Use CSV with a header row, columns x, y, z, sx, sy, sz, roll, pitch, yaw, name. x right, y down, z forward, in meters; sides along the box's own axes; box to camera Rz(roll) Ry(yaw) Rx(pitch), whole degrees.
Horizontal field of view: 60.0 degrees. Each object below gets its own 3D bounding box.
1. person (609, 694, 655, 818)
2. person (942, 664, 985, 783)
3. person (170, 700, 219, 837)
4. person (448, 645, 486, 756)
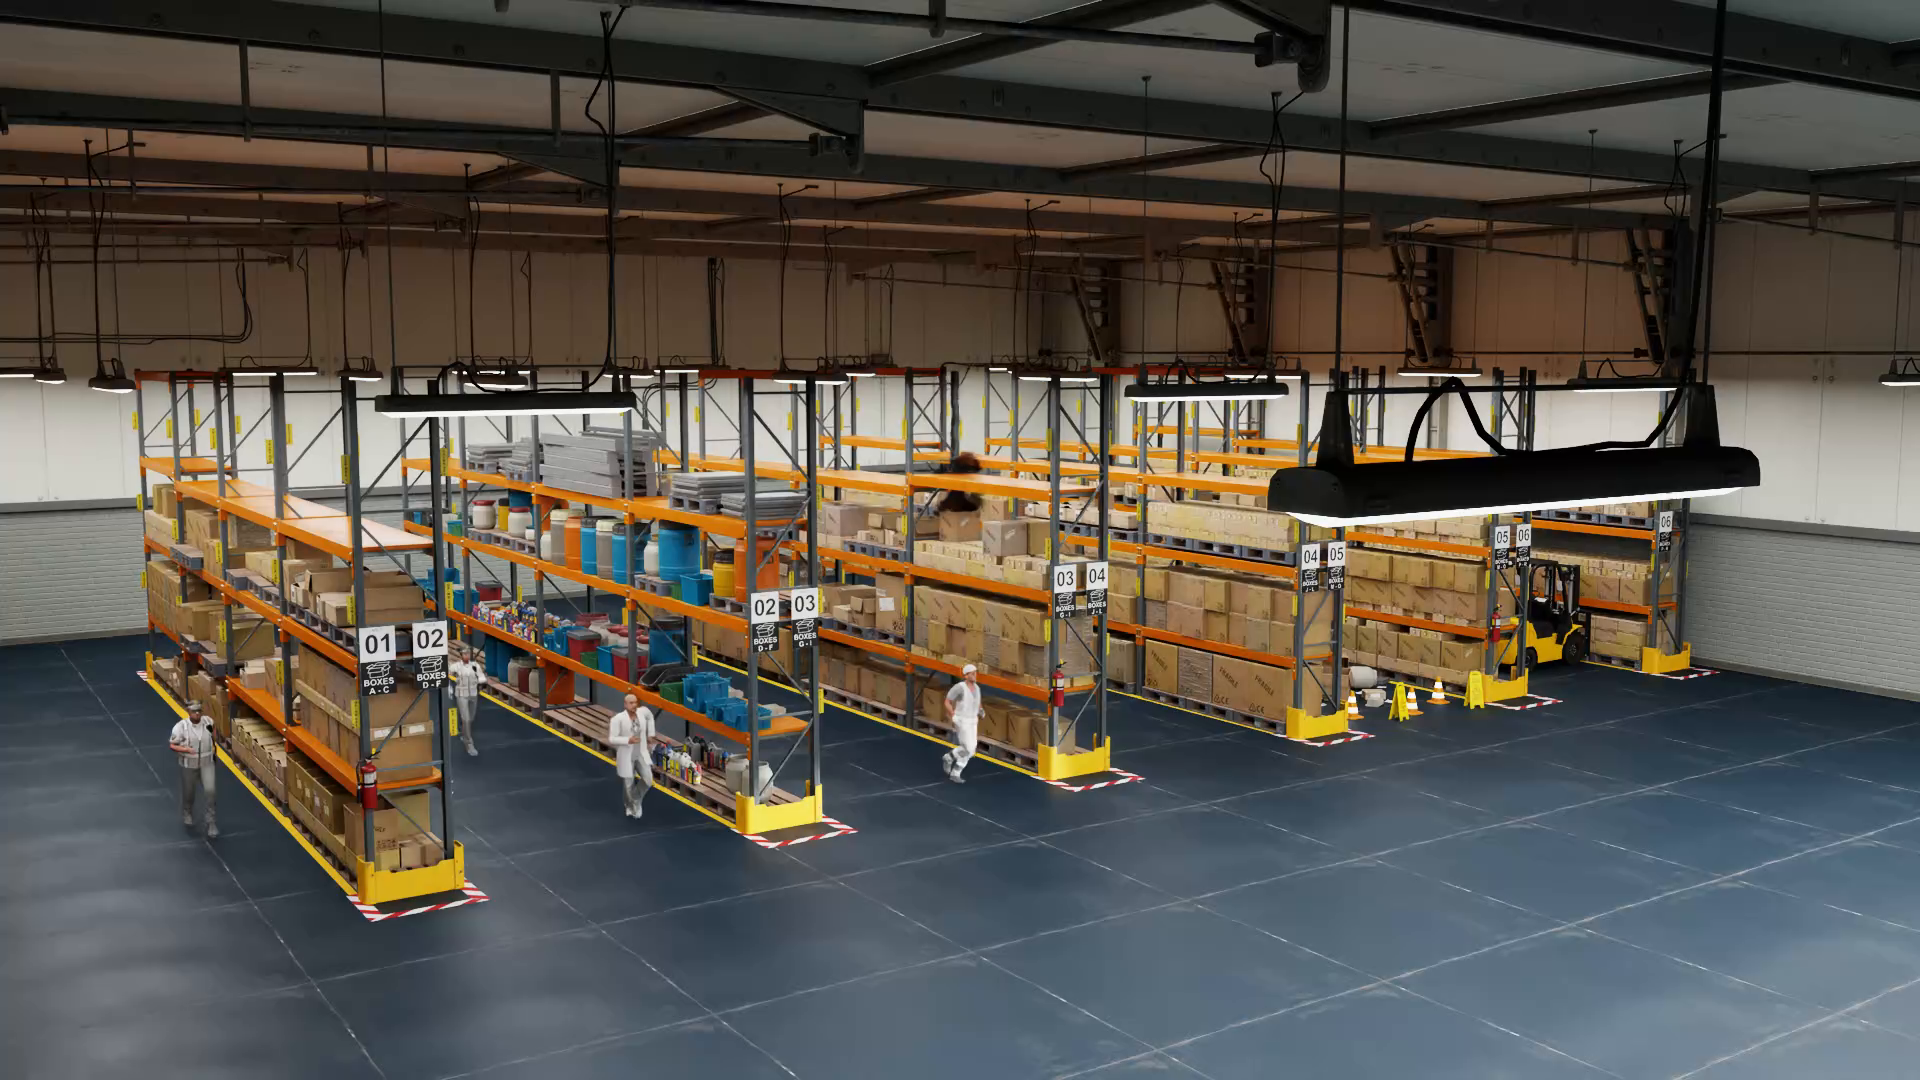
x,y,z,sx,sy,sz,roll,pitch,yaw,name
-4.394,2.918,22.447,0.757,1.732,0.846,-4,8,-32,person
0.111,2.689,24.493,0.585,1.723,0.646,6,9,42,person
-10.111,2.973,21.984,0.608,1.813,0.909,-4,8,-33,person
-7.830,2.497,26.366,0.588,1.705,0.914,-5,8,-38,person
